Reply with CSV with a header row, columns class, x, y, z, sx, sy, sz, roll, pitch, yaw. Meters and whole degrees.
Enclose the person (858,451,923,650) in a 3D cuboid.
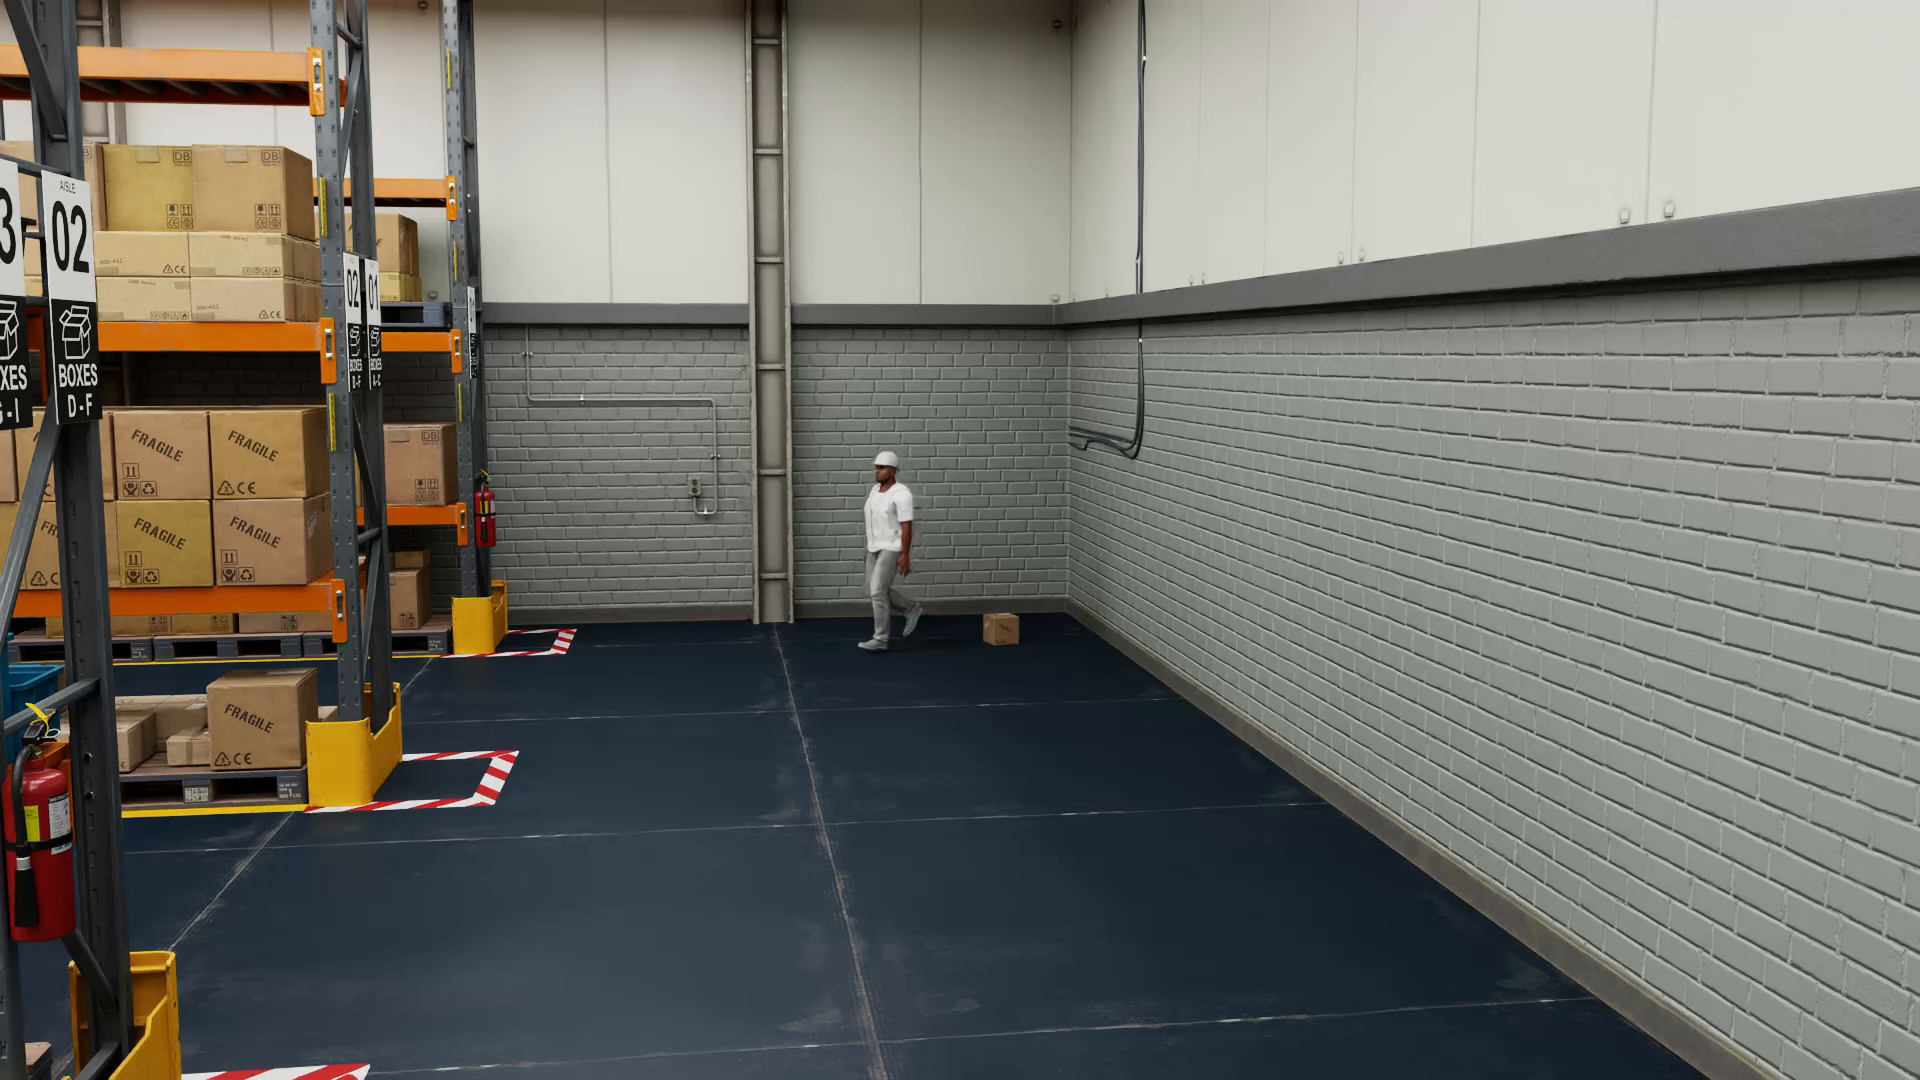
class,x,y,z,sx,sy,sz,roll,pitch,yaw
person,-0.606,0.086,14.737,0.770,1.749,0.578,-4,8,-34
